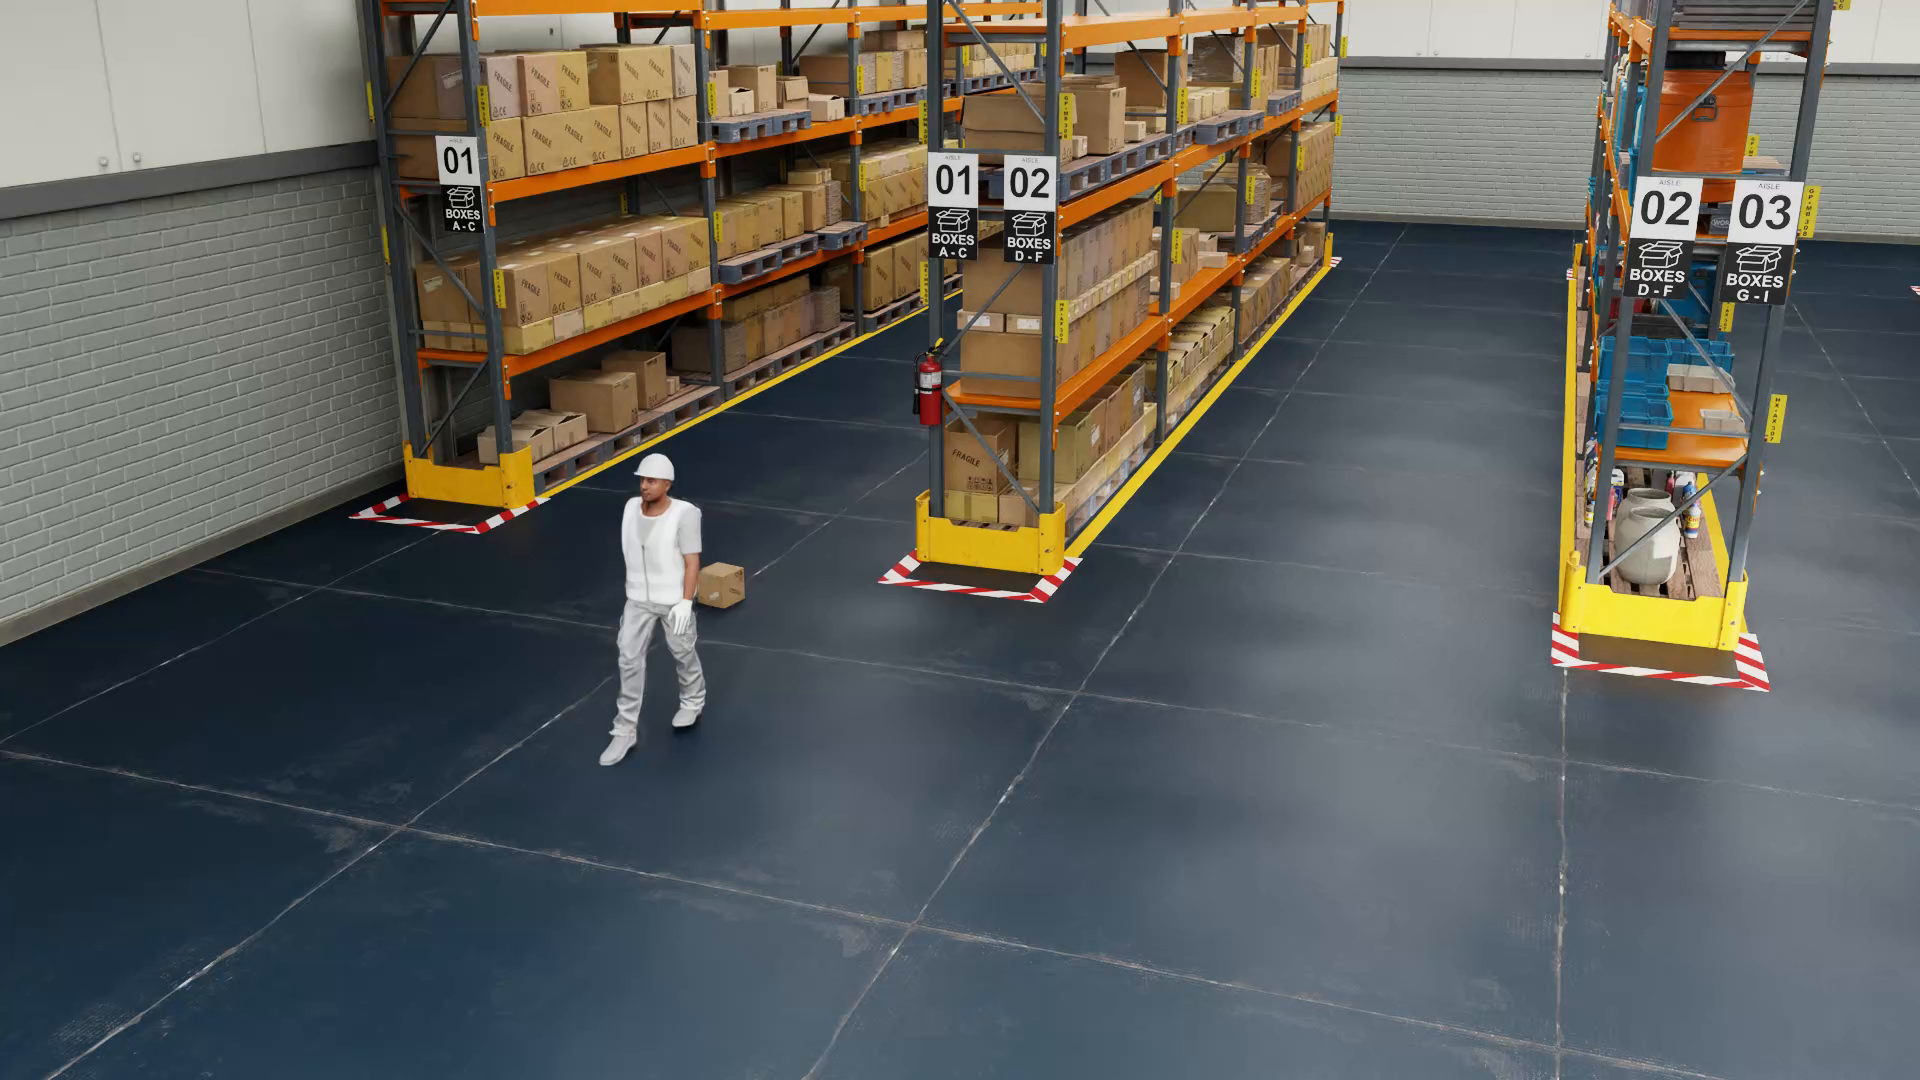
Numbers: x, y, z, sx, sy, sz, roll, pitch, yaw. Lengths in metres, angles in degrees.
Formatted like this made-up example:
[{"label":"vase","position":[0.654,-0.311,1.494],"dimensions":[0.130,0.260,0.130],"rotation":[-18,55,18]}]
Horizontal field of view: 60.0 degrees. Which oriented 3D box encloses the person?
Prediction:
[{"label":"person","position":[-1.811,0.385,9.860],"dimensions":[0.567,1.787,0.824],"rotation":[6,19,16]}]
